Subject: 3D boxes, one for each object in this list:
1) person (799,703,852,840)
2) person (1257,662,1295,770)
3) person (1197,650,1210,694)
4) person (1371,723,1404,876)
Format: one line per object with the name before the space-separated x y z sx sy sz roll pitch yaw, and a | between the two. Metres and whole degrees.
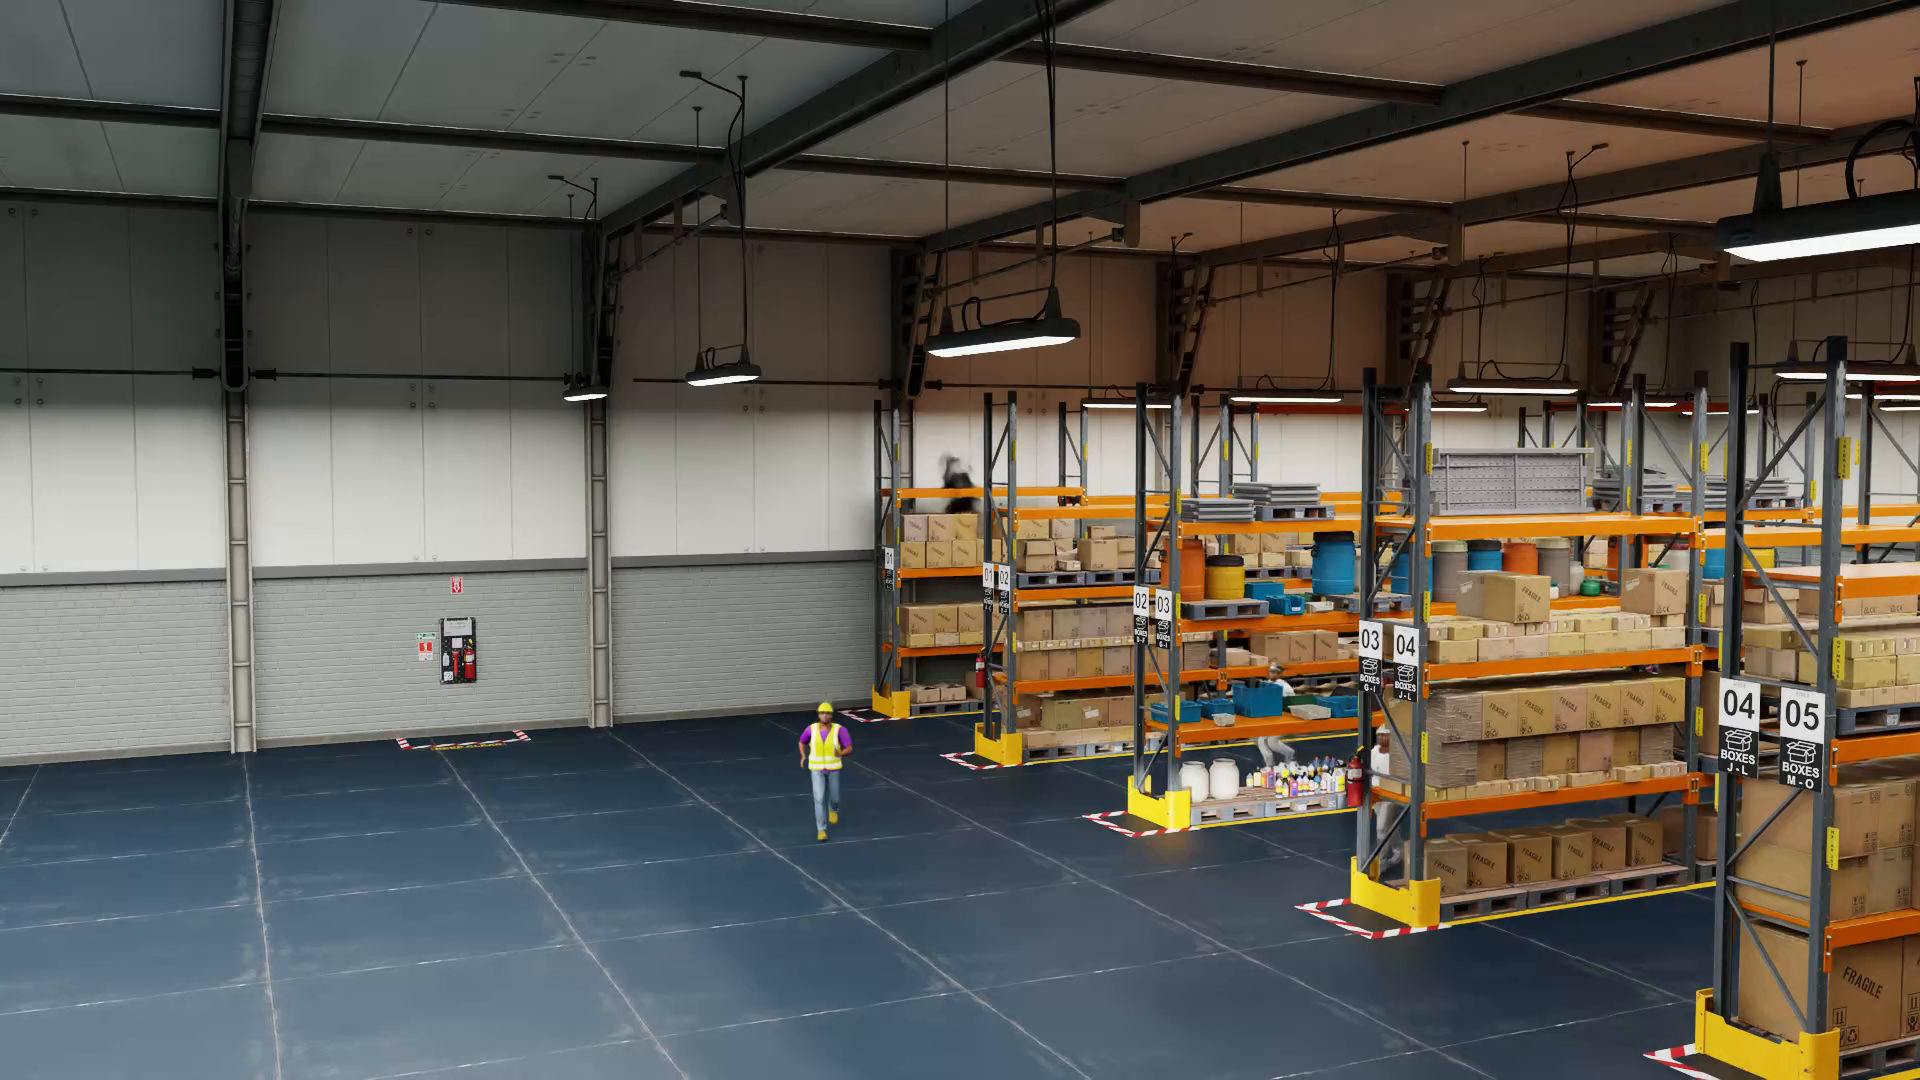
person | -1.769 3.011 21.857 0.713 1.747 0.933 0 3 -3
person | 4.928 2.778 26.099 0.628 1.726 0.661 -2 4 -35
person | 4.504 2.559 30.912 0.877 1.576 0.543 -2 4 -32
person | 5.126 3.100 20.003 0.812 1.807 0.709 -2 4 -32
